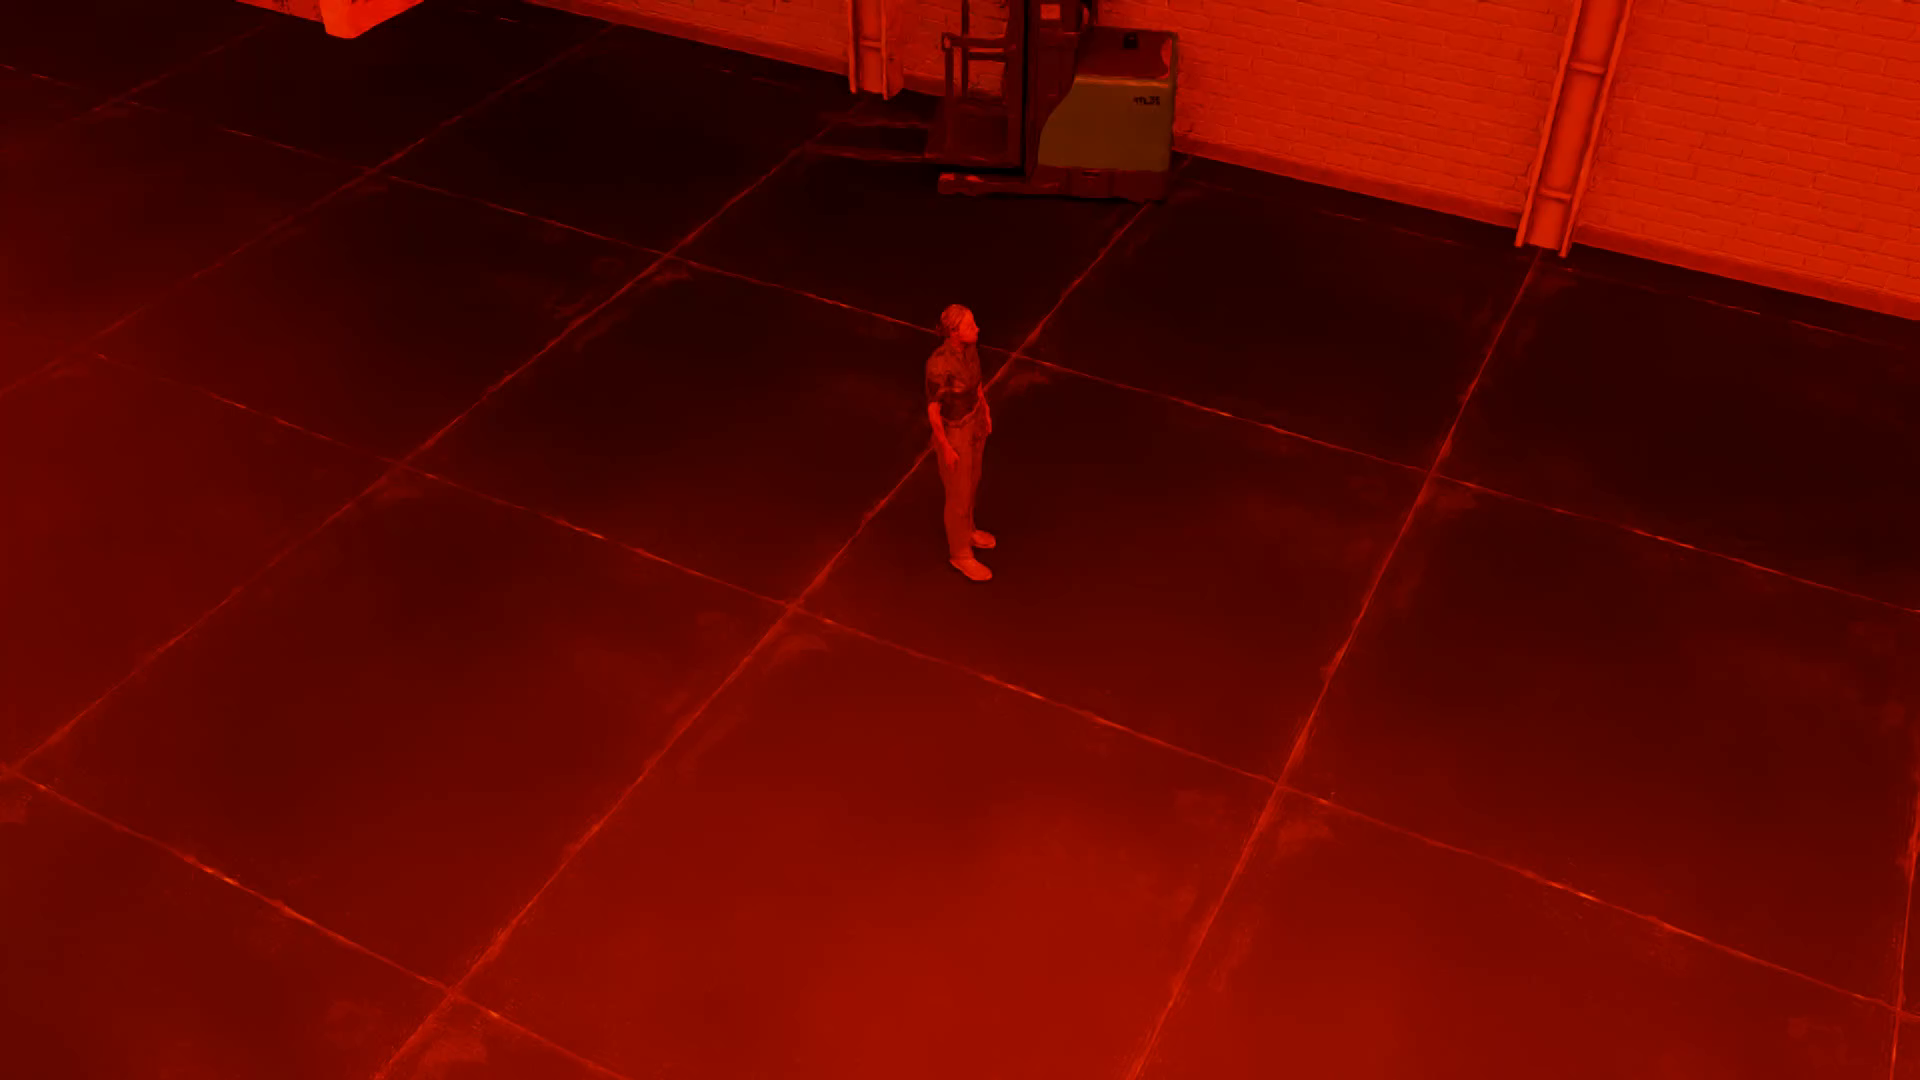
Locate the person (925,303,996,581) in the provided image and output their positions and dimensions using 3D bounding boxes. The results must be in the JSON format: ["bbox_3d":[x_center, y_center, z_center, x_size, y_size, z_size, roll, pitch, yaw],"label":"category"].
[{"bbox_3d":[0.069,-0.601,9.680,0.503,1.654,0.570,18,43,21],"label":"person"}]

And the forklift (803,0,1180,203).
[{"bbox_3d":[0.242,-4.262,13.047,3.031,2.935,1.130,5,40,6],"label":"forklift"}]
